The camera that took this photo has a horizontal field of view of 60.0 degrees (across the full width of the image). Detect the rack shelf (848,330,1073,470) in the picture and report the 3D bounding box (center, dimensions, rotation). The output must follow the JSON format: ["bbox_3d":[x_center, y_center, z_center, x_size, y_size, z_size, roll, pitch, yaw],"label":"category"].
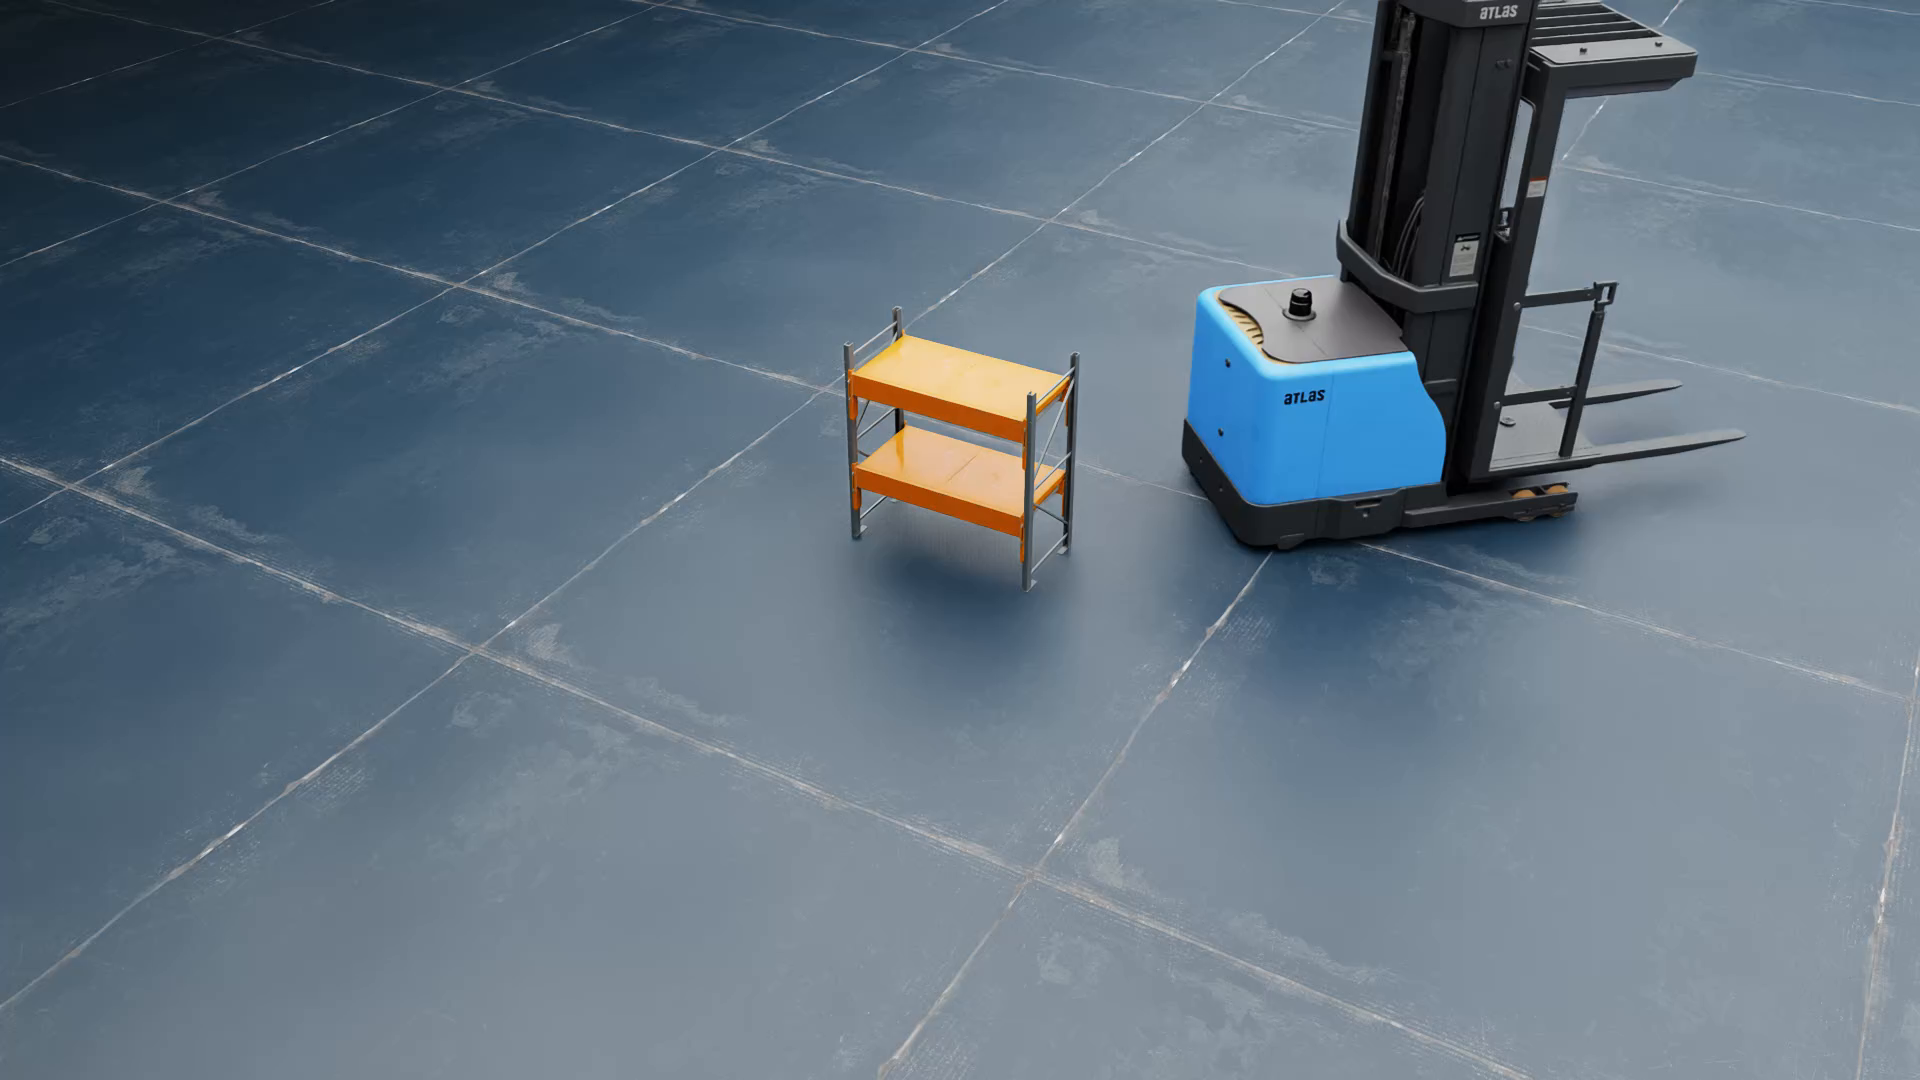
[{"bbox_3d":[0.006,-0.710,8.273,1.000,0.278,0.538,18,37,24],"label":"rack shelf"}]

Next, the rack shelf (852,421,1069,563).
[{"bbox_3d":[0.006,-0.263,8.571,1.000,0.278,0.538,18,37,24],"label":"rack shelf"}]

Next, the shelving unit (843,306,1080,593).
[{"bbox_3d":[0.006,-0.466,8.435,1.048,1.125,0.538,18,37,24],"label":"shelving unit"}]

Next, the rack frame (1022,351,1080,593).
[{"bbox_3d":[0.447,-0.327,8.225,0.032,1.125,0.500,18,37,24],"label":"rack frame"}]

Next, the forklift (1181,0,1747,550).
[{"bbox_3d":[2.817,-1.596,8.503,3.031,2.935,1.130,-8,34,-11],"label":"forklift"}]

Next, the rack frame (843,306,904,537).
[{"bbox_3d":[-0.435,-0.606,8.645,0.032,1.125,0.500,18,37,24],"label":"rack frame"}]
